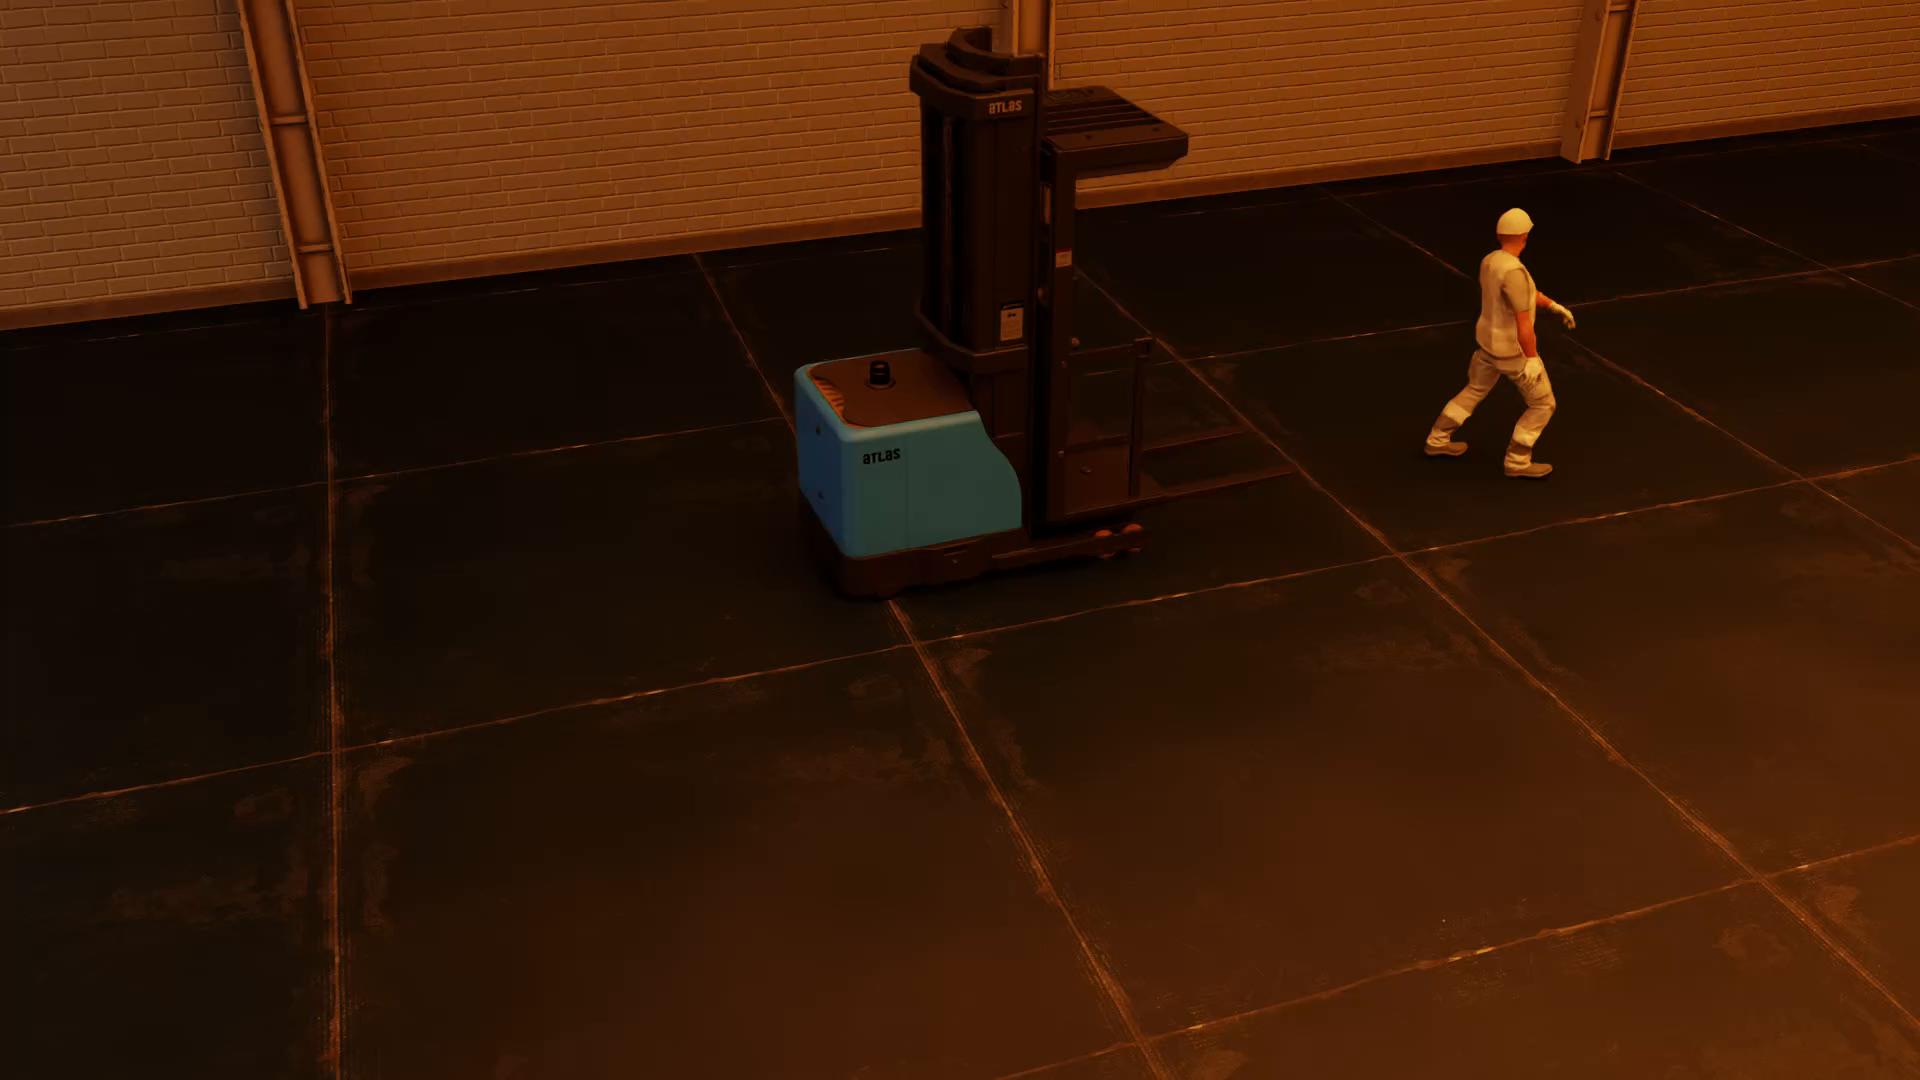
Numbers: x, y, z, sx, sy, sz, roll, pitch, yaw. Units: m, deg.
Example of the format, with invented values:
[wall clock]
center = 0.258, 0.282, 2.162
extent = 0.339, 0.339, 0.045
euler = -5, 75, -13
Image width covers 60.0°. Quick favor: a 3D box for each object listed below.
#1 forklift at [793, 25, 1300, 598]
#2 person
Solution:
[forklift]
center = 0.589, -1.395, 9.511
extent = 3.031, 2.935, 1.130
euler = -11, 32, -18
[person]
center = 3.511, -1.216, 10.443
extent = 0.815, 1.706, 0.722
euler = -6, 30, -10
